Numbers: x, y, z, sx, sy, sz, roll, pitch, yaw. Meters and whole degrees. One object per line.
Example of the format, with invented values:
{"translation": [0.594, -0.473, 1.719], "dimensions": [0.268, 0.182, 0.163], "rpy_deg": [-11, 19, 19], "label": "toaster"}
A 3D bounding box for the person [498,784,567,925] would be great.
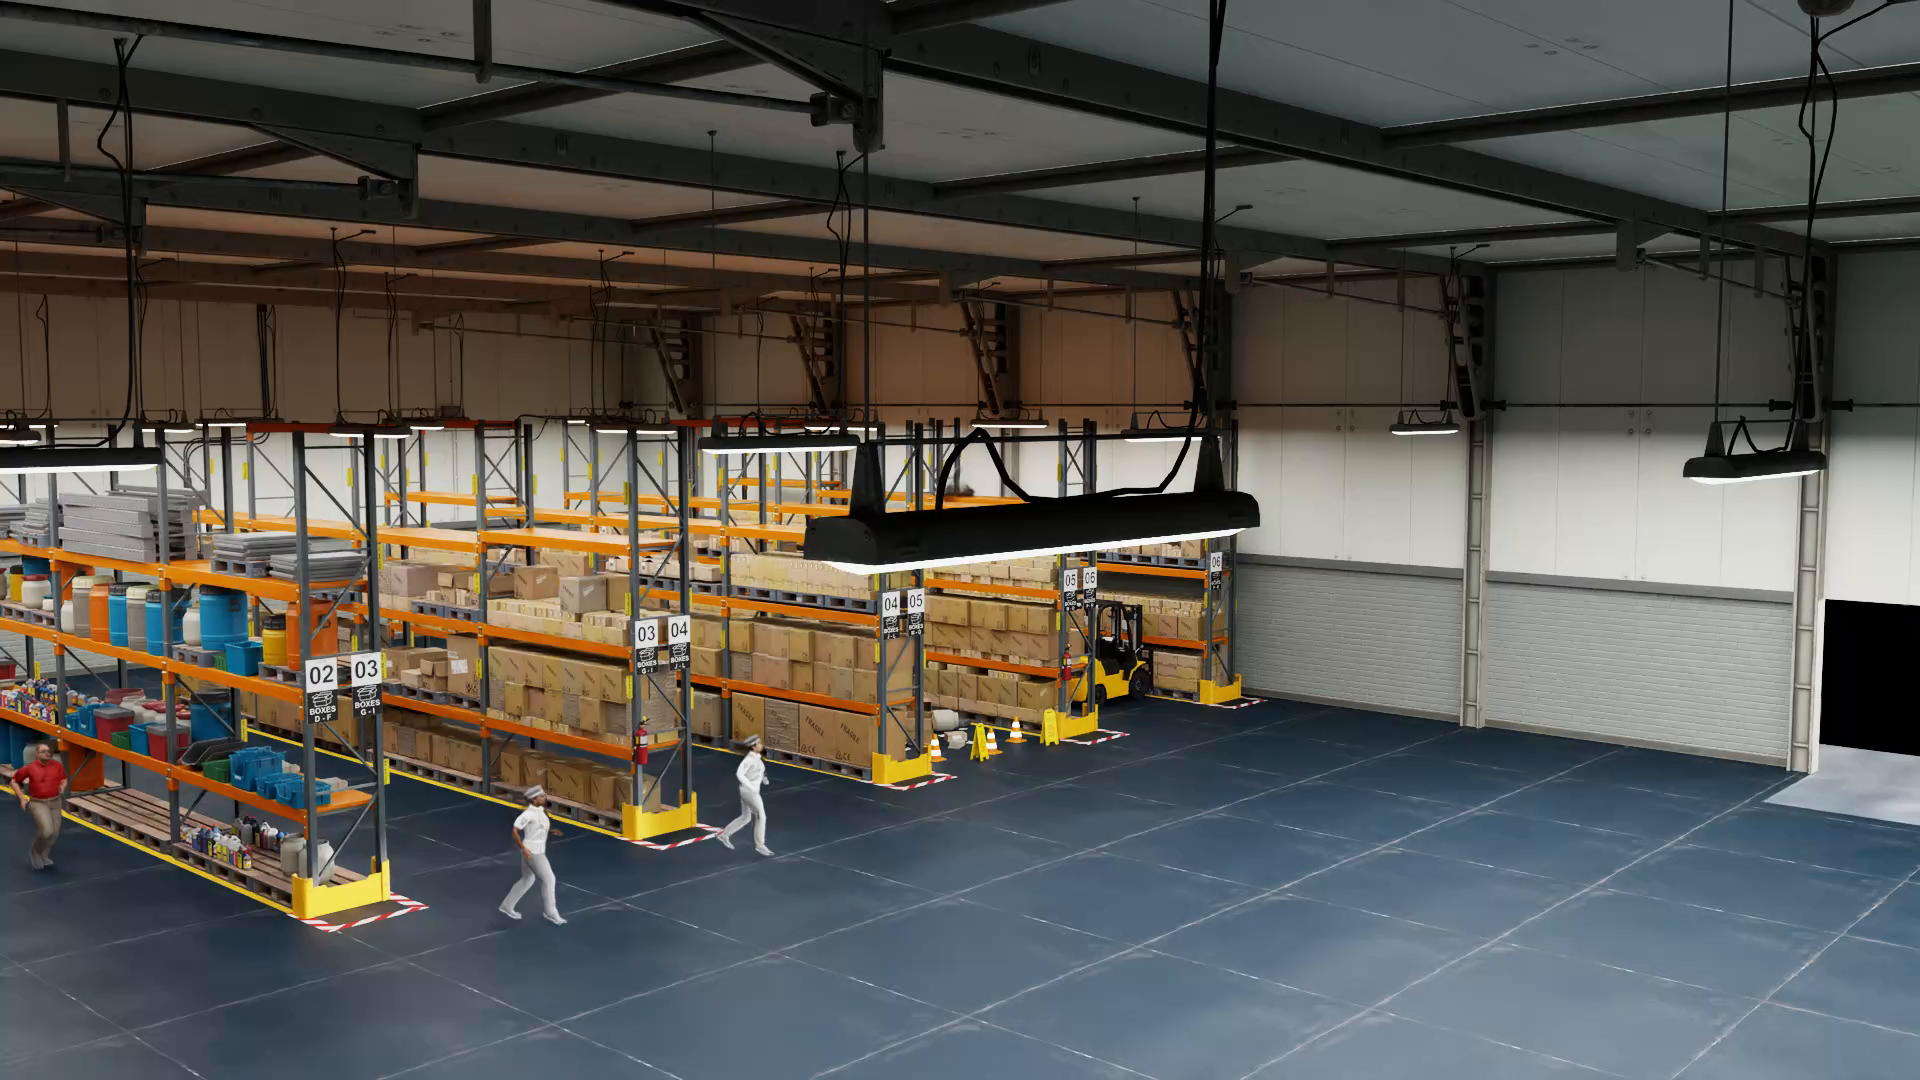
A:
{"translation": [-5.219, 3.833, 20.277], "dimensions": [0.793, 1.742, 0.569], "rpy_deg": [-1, 5, -12], "label": "person"}

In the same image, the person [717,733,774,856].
{"translation": [-3.025, 3.579, 23.421], "dimensions": [0.805, 1.731, 0.617], "rpy_deg": [-1, 5, -7], "label": "person"}

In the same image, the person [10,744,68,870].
{"translation": [-12.430, 3.628, 22.628], "dimensions": [0.658, 1.706, 0.642], "rpy_deg": [3, 5, 31], "label": "person"}
